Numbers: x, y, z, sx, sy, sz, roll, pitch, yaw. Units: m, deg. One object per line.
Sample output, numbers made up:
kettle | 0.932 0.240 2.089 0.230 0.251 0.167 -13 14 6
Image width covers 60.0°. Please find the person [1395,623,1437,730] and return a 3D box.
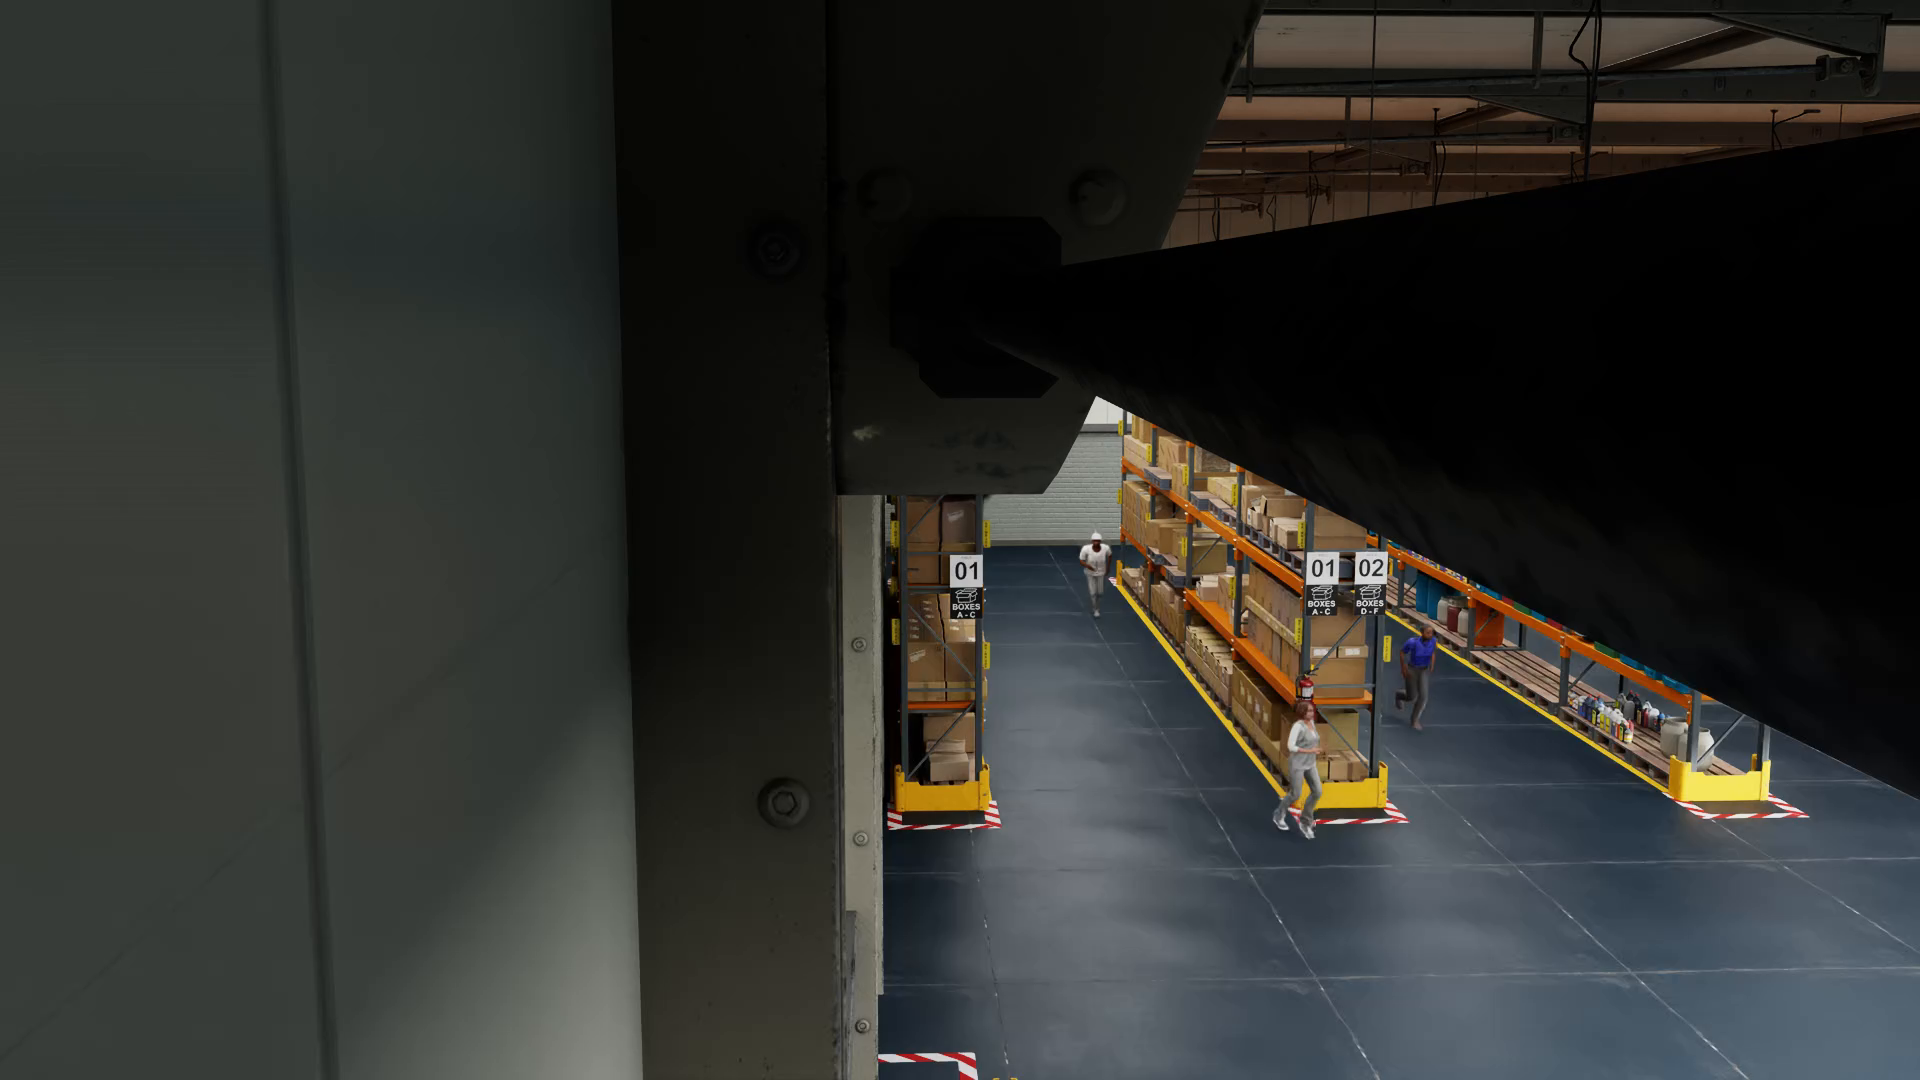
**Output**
person | 6.715 1.969 24.567 0.574 1.603 0.839 -3 9 -18

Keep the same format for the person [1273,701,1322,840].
person | 3.985 2.692 19.536 0.573 1.651 0.621 -8 12 -44

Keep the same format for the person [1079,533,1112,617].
person | 2.670 0.684 32.694 0.673 1.701 0.722 0 8 0
